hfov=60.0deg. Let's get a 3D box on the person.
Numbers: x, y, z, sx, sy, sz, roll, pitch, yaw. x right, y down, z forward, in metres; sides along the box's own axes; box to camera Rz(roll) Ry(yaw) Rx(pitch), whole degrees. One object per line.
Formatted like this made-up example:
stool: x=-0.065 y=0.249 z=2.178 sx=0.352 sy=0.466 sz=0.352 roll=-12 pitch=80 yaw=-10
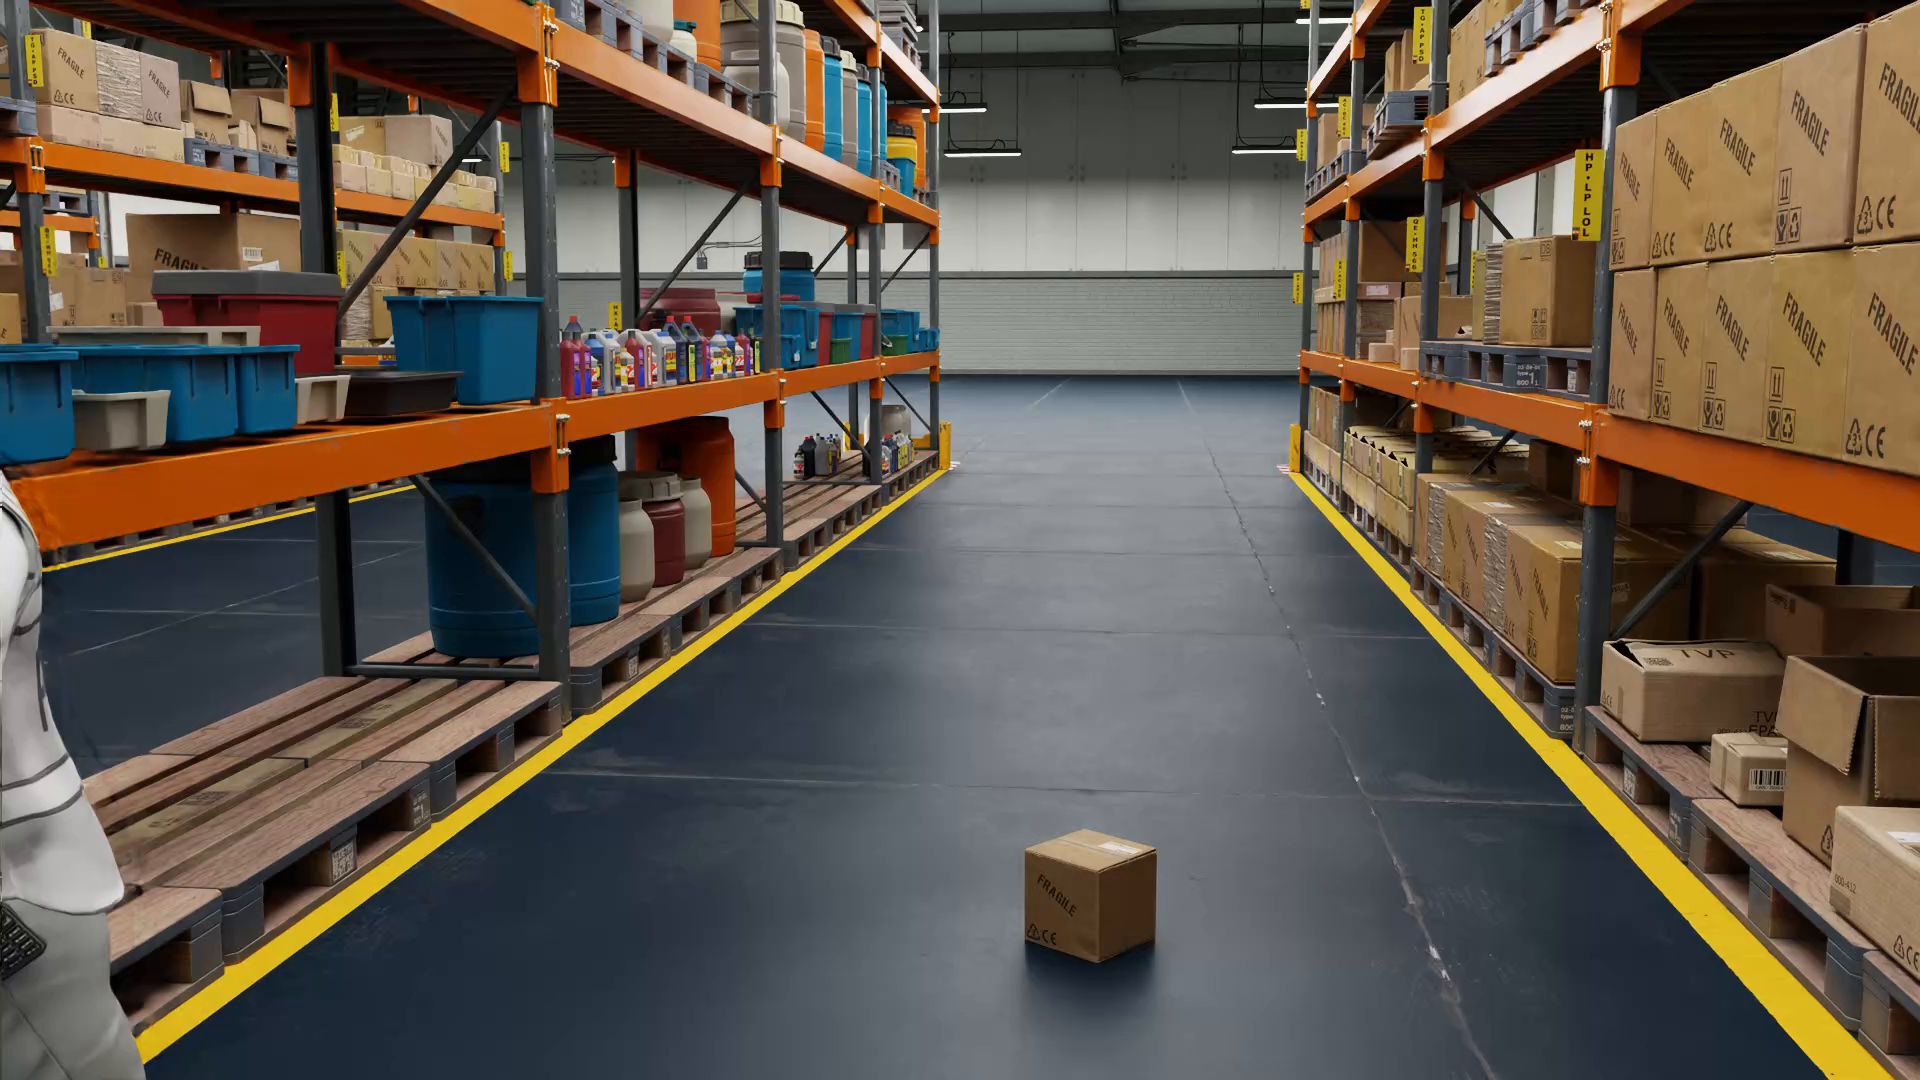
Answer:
person: x=-1.311 y=0.492 z=1.951 sx=0.560 sy=1.701 sz=0.972 roll=6 pitch=10 yaw=38
